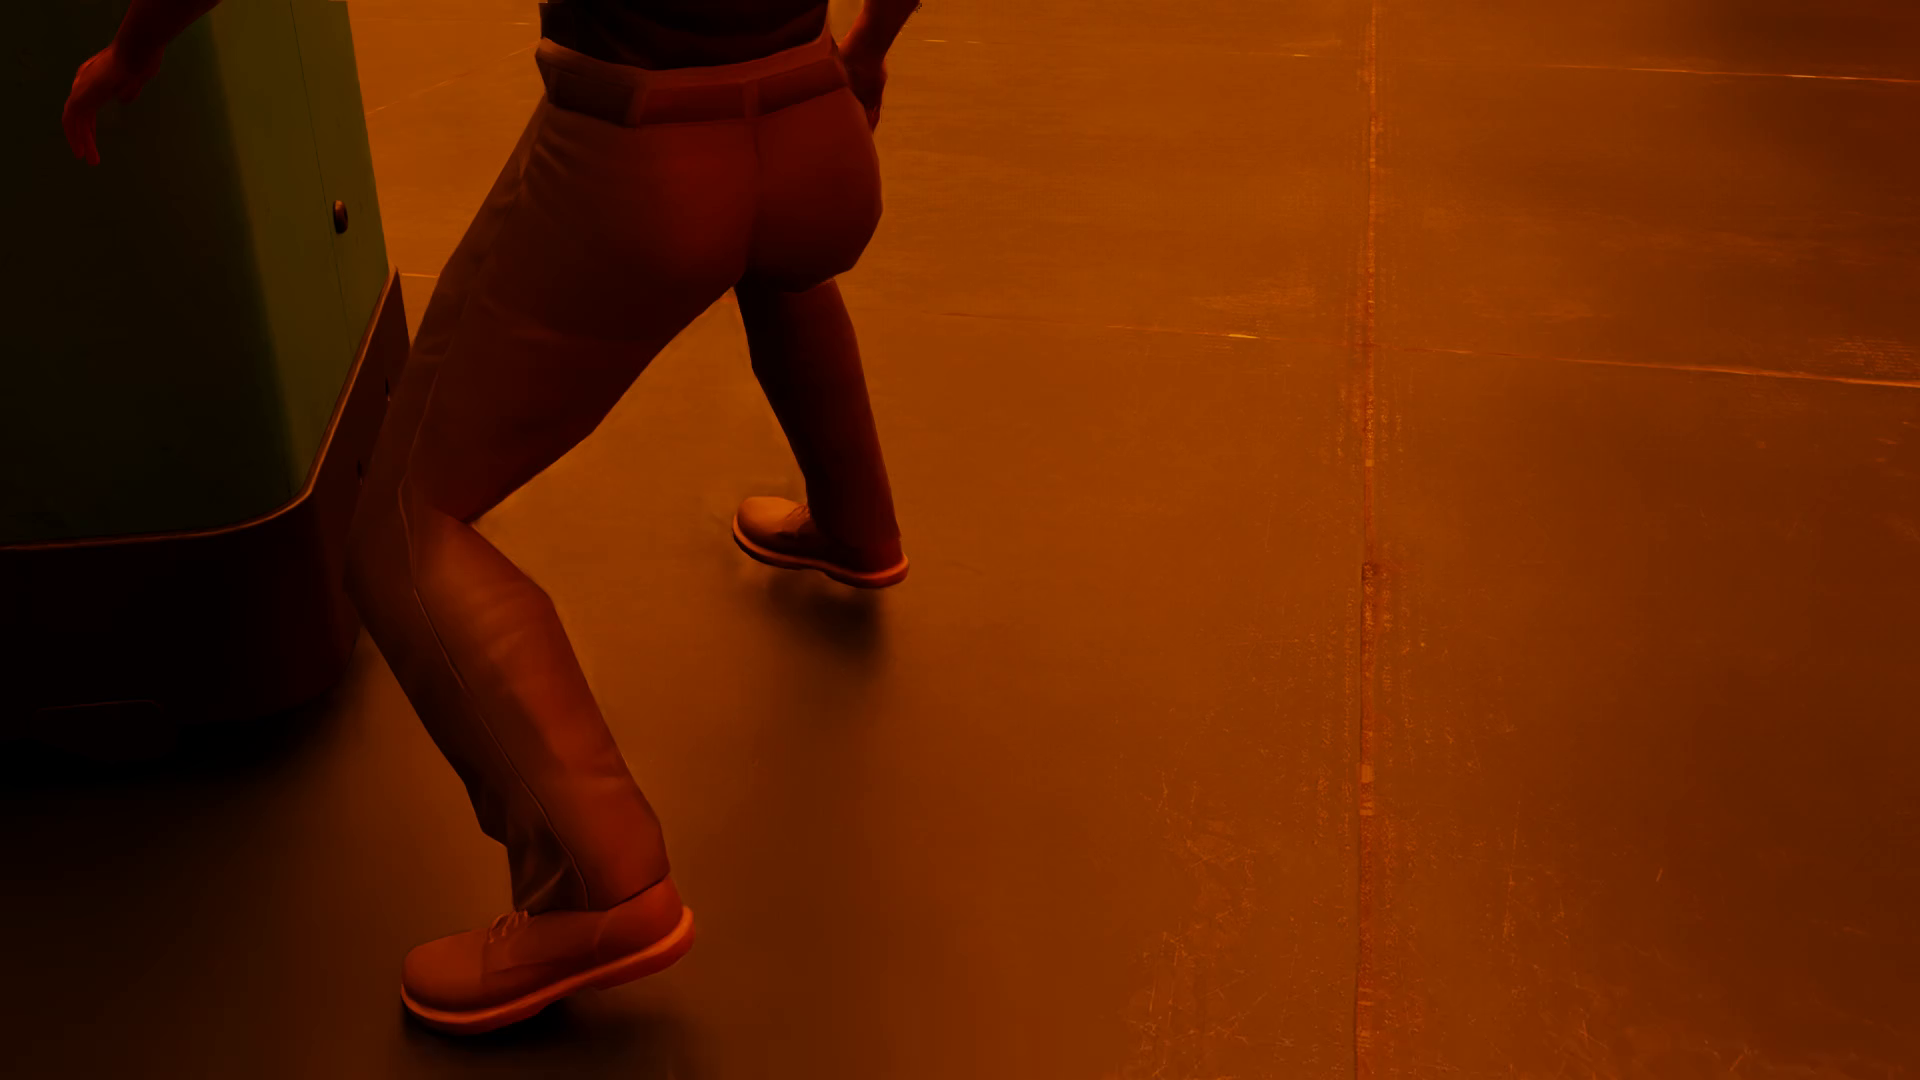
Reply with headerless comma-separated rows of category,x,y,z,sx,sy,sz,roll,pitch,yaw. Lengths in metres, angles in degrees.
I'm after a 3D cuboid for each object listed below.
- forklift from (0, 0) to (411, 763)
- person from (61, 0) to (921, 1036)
forklift,-2.315,-1.153,1.531,3.031,2.935,1.130,-5,27,-9
person,-0.341,-0.397,1.652,0.906,1.470,0.784,-20,33,-34
